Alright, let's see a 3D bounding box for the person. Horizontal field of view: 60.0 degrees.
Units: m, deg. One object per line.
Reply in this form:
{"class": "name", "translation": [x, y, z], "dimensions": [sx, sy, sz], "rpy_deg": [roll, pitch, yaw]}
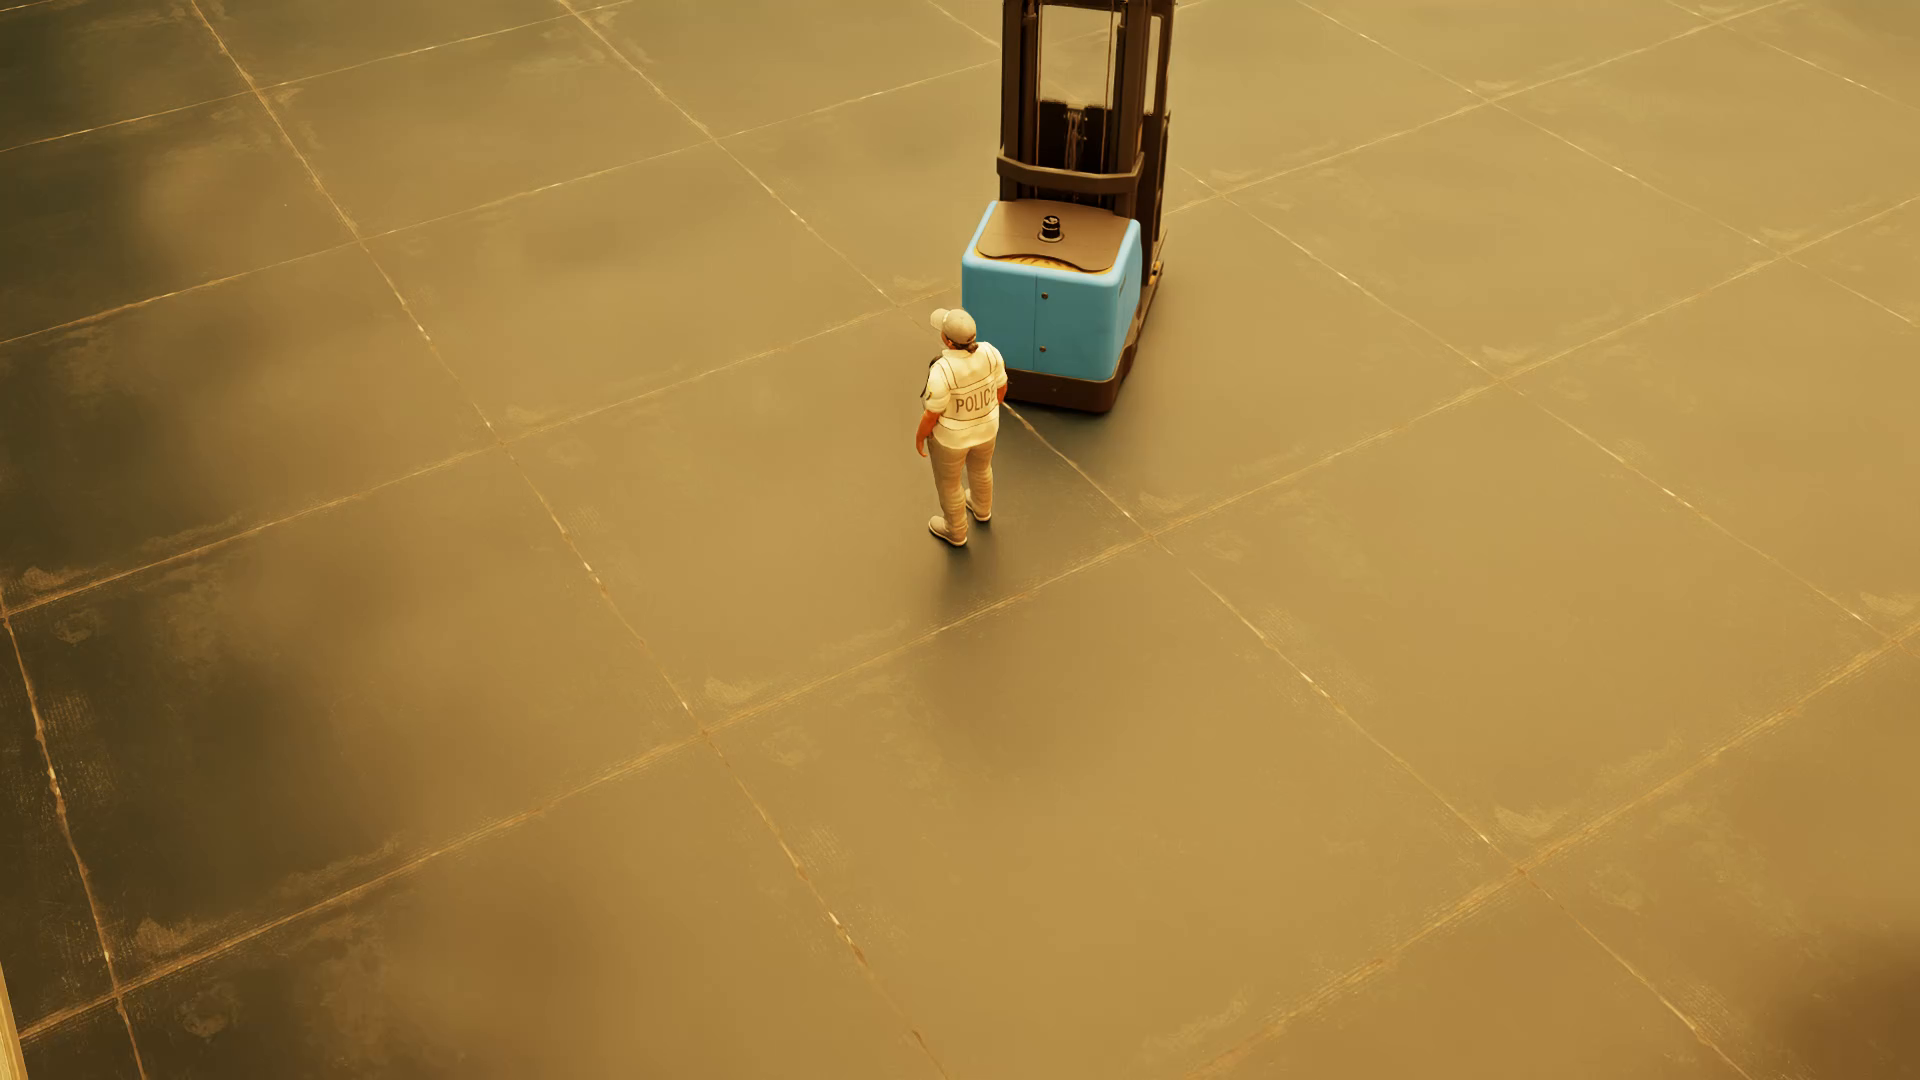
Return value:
{"class": "person", "translation": [-0.022, -0.683, 9.603], "dimensions": [0.598, 1.670, 0.529], "rpy_deg": [-23, 46, -24]}

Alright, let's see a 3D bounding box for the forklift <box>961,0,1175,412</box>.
{"class": "forklift", "translation": [0.875, -2.926, 11.220], "dimensions": [1.130, 2.935, 3.031], "rpy_deg": [10, 42, 11]}
